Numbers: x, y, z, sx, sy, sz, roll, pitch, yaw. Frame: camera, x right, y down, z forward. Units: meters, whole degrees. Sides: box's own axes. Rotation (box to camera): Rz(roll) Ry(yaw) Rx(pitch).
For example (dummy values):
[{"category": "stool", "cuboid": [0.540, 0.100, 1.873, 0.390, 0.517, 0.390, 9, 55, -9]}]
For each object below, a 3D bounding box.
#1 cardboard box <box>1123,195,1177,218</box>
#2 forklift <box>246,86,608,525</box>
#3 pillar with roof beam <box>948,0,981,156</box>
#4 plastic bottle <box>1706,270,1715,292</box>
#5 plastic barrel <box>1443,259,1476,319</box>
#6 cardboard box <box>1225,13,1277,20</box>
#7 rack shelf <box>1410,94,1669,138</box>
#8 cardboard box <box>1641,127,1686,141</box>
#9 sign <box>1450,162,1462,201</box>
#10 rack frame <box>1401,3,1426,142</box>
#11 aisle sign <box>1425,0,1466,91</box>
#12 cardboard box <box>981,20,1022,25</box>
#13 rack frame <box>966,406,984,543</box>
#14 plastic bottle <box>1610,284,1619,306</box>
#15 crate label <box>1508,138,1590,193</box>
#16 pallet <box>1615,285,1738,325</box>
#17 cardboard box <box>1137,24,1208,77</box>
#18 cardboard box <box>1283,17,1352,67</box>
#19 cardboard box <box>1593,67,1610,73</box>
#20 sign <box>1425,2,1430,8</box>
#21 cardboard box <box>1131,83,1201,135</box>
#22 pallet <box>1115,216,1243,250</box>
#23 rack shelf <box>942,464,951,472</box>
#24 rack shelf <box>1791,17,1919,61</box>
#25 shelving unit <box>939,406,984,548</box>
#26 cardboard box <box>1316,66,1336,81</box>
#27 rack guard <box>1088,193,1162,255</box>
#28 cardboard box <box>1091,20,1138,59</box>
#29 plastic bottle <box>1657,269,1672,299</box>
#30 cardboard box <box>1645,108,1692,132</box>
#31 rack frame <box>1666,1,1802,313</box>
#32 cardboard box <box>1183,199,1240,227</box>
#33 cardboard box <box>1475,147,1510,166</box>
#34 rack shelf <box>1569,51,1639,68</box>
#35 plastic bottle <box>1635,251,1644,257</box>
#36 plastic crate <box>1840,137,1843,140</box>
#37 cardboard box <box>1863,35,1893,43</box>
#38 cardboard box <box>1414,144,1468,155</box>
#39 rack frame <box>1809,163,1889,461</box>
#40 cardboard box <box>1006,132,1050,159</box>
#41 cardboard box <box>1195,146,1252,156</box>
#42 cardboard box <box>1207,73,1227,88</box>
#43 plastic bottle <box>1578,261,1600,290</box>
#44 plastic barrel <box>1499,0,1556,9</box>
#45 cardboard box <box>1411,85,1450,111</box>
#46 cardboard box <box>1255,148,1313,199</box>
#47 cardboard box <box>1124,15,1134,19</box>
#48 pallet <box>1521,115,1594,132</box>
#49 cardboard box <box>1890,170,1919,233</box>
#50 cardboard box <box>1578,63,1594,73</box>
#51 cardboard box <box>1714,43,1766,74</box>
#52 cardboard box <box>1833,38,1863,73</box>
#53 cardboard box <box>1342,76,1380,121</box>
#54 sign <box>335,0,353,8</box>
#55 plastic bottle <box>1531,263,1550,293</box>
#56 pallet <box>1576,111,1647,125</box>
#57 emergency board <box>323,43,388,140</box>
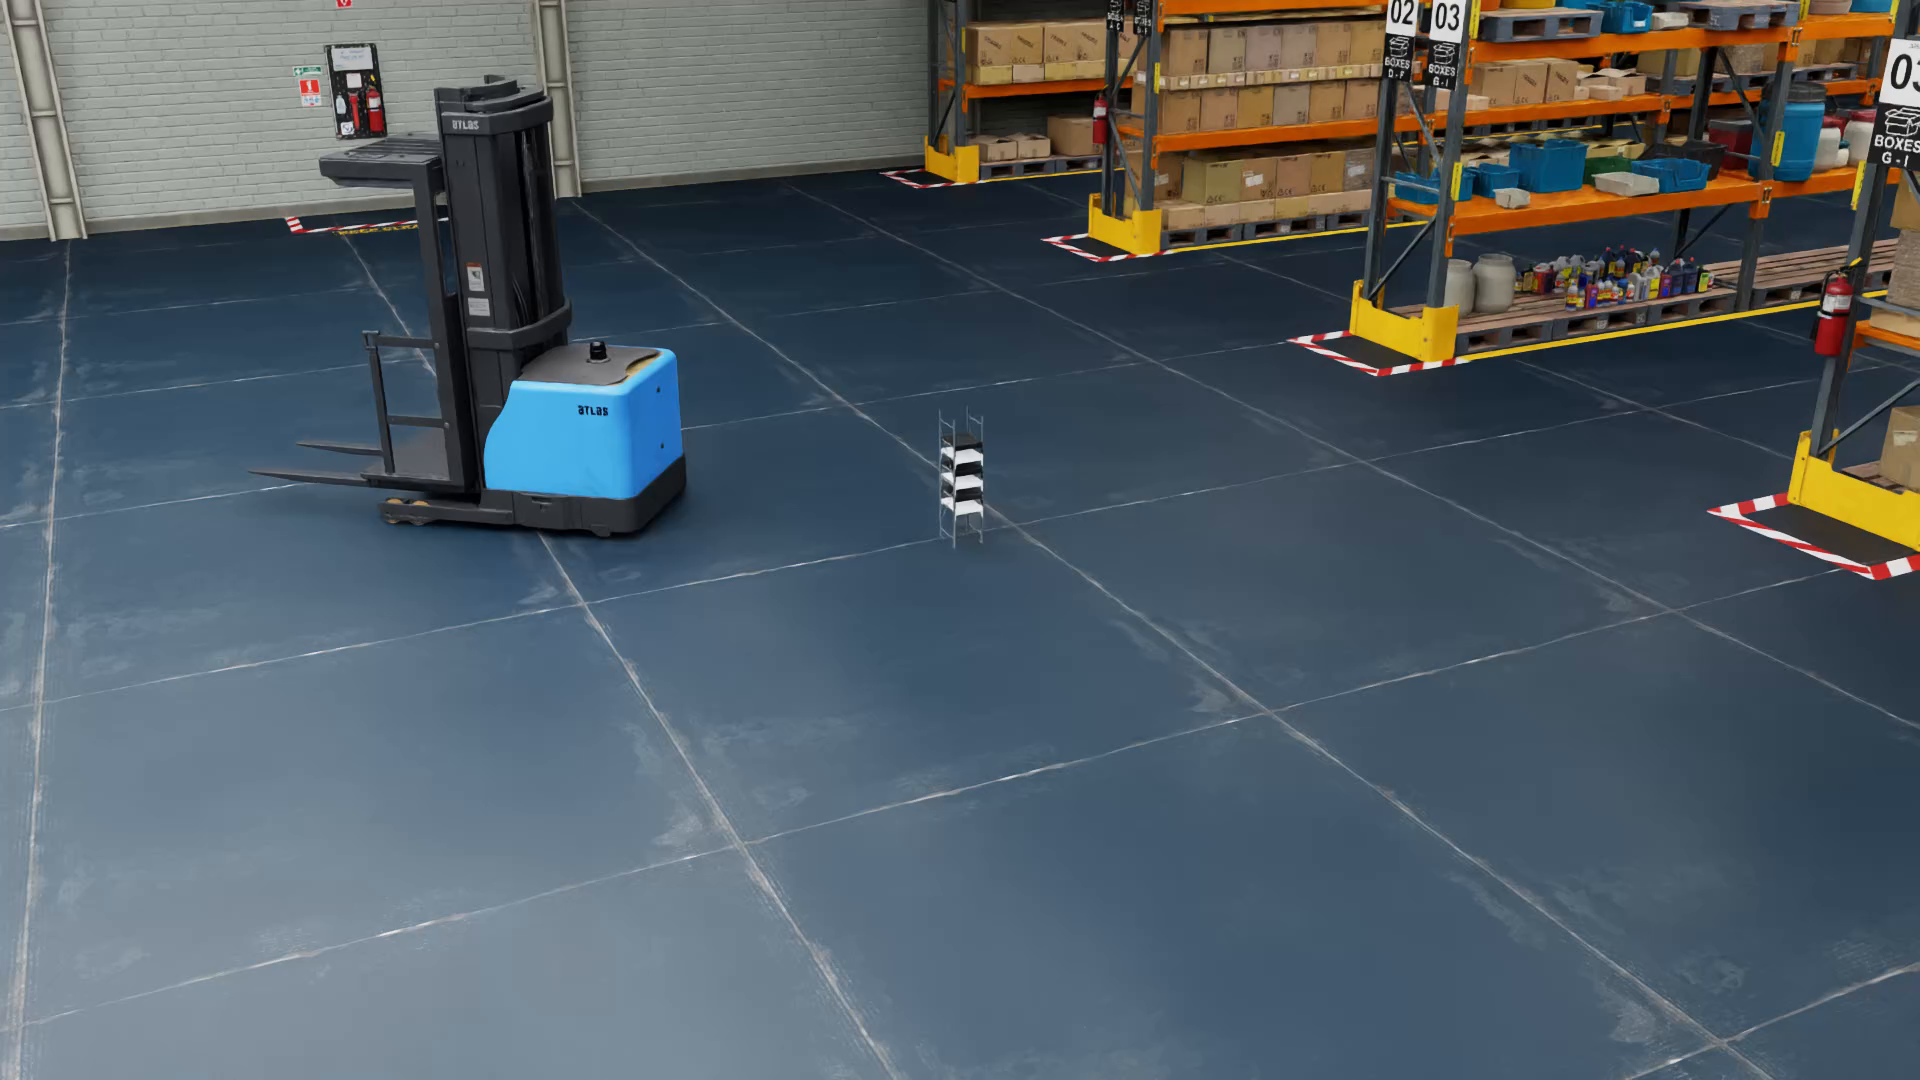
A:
[{"category": "cardboard box", "cuboid": [2.317, -4.022, 20.091, 0.500, 0.250, 0.500, -10, 25, -24]}, {"category": "forklift", "cuboid": [-3.595, -1.622, 11.420, 2.937, 2.867, 1.118, 5, 23, 11]}, {"category": "pillar with roof beam", "cuboid": [1.933, -8.317, 19.576, 0.400, 9.000, 9.100, -10, 25, -24]}, {"category": "plastic bottle", "cuboid": [7.519, -2.606, 16.708, 0.097, 0.201, 0.097, 0, 22, 0]}, {"category": "plastic barrel", "cuboid": [4.667, -2.380, 15.782, 0.421, 0.512, 0.421, 0, 22, 0]}, {"category": "cardboard box", "cuboid": [4.394, -7.690, 25.200, 0.500, 0.500, 0.700, -8, 24, -18]}, {"category": "rack shelf", "cuboid": [7.368, -5.571, 21.726, 4.000, 0.370, 1.077, -10, 25, -24]}, {"category": "cardboard box", "cuboid": [9.911, -5.519, 23.354, 0.500, 0.500, 0.500, -9, 24, -22]}, {"category": "sign", "cuboid": [4.341, -3.138, 14.546, 0.005, 0.325, 0.100, -10, 25, -24]}, {"category": "rack frame", "cuboid": [7.018, -7.941, 26.513, 0.127, 3.000, 1.000, -10, 25, -24]}, {"category": "aisle sign", "cuboid": [4.169, -4.288, 14.289, 0.004, 0.787, 0.394, -10, 25, -24]}, {"category": "cardboard box", "cuboid": [0.600, -7.132, 23.748, 0.500, 0.500, 0.500, -10, 25, -23]}, {"category": "rack frame", "cuboid": [0.099, -0.434, 11.122, 0.006, 0.900, 0.240, -10, 25, -24]}, {"category": "plastic bottle", "cuboid": [6.364, -2.394, 16.194, 0.097, 0.201, 0.097, 0, 22, 0]}, {"category": "crate label", "cuboid": [5.648, -3.615, 16.015, 0.616, 0.435, 0.502, -10, 25, -24]}, {"category": "pallet", "cuboid": [7.088, -2.478, 16.961, 1.213, 0.211, 1.003, -10, 25, -24]}, {"category": "cardboard box", "cuboid": [2.436, -5.635, 19.115, 0.500, 0.500, 0.700, -10, 25, -23]}, {"category": "cardboard box", "cuboid": [4.263, -5.974, 19.933, 0.500, 0.500, 0.700, -10, 25, -24]}, {"category": "cardboard box", "cuboid": [11.124, -8.077, 28.711, 0.250, 0.149, 0.380, -11, 25, -24]}, {"category": "sign", "cuboid": [7.262, -8.254, 25.859, 0.005, 0.325, 0.100, -10, 25, -24]}, {"category": "cardboard box", "cuboid": [2.388, -5.027, 19.342, 0.500, 0.500, 0.700, -10, 25, -24]}, {"category": "pallet", "cuboid": [2.633, -3.761, 20.059, 1.213, 0.211, 1.003, -10, 25, -24]}, {"category": "rack shelf", "cuboid": [0.007, -0.483, 11.054, 0.184, 0.015, 0.199, -10, 25, -24]}, {"category": "rack shelf", "cuboid": [9.513, -5.249, 17.027, 4.000, 0.370, 1.077, -10, 25, -24]}, {"category": "shelving unit", "cuboid": [0.007, -0.417, 11.081, 0.210, 0.900, 0.258, -10, 25, -24]}, {"category": "cardboard box", "cuboid": [4.269, -5.588, 19.849, 0.250, 0.149, 0.380, -10, 24, -22]}, {"category": "rack guard", "cuboid": [1.940, -3.749, 19.653, 0.348, 0.500, 1.175, -10, 25, -24]}, {"category": "cardboard box", "cuboid": [2.217, -7.215, 23.947, 0.500, 0.500, 0.500, -11, 25, -25]}, {"category": "plastic bottle", "cuboid": [6.954, -2.532, 16.422, 0.133, 0.283, 0.061, -9, 24, -20]}, {"category": "cardboard box", "cuboid": [9.960, -5.876, 23.237, 0.500, 0.250, 0.500, -9, 24, -22]}, {"category": "rack frame", "cuboid": [7.711, -3.864, 16.662, 0.127, 3.000, 1.000, -10, 25, -24]}, {"category": "cardboard box", "cuboid": [2.990, -3.928, 19.863, 0.500, 0.250, 0.500, -10, 25, -24]}, {"category": "cardboard box", "cuboid": [6.966, -4.904, 21.488, 0.500, 0.311, 0.500, -11, 25, -25]}, {"category": "rack shelf", "cuboid": [12.425, -8.604, 29.055, 4.000, 0.370, 1.077, -10, 25, -24]}, {"category": "plastic bottle", "cuboid": [6.954, -2.844, 17.184, 0.135, 0.276, 0.152, -9, 24, -22]}, {"category": "plastic crate", "cuboid": [9.158, -4.152, 17.635, 0.662, 0.188, 0.450, -10, 25, -24]}, {"category": "cardboard box", "cuboid": [13.321, -7.388, 23.737, 0.500, 0.500, 0.500, -10, 24, -22]}, {"category": "cardboard box", "cuboid": [6.273, -5.008, 21.740, 0.500, 0.311, 0.500, -10, 24, -22]}, {"category": "rack frame", "cuboid": [6.255, -1.493, 10.935, 0.127, 3.000, 1.000, -10, 25, -24]}, {"category": "cardboard box", "cuboid": [0.986, -5.754, 24.168, 0.500, 0.311, 0.500, -8, 24, -19]}, {"category": "cardboard box", "cuboid": [3.211, -4.540, 20.362, 0.500, 0.500, 0.500, -10, 25, -24]}, {"category": "cardboard box", "cuboid": [2.871, -5.330, 19.226, 0.250, 0.149, 0.380, -10, 25, -23]}, {"category": "plastic bottle", "cuboid": [6.337, -2.669, 16.761, 0.135, 0.276, 0.152, -10, 25, -24]}, {"category": "plastic barrel", "cuboid": [5.079, -5.100, 14.931, 0.600, 0.588, 0.600, 0, 22, 0]}, {"category": "cardboard box", "cuboid": [5.991, -5.599, 21.050, 0.500, 0.250, 0.500, -9, 24, -20]}, {"category": "cardboard box", "cuboid": [3.894, -4.438, 20.115, 0.500, 0.500, 0.500, -10, 25, -24]}, {"category": "cardboard box", "cuboid": [2.432, -7.474, 24.573, 0.500, 0.500, 0.500, -11, 25, -24]}, {"category": "pallet", "cuboid": [9.960, -7.162, 28.277, 1.213, 0.211, 1.003, -10, 25, -24]}, {"category": "cardboard box", "cuboid": [6.643, -2.315, 11.094, 0.500, 0.500, 0.500, -10, 25, -24]}, {"category": "cardboard box", "cuboid": [10.093, -7.653, 28.078, 0.750, 0.750, 0.750, -10, 25, -23]}, {"category": "cardboard box", "cuboid": [10.596, -6.704, 22.844, 0.500, 0.500, 0.700, -6, 23, -14]}, {"category": "cardboard box", "cuboid": [13.114, -7.116, 24.388, 0.500, 0.500, 0.500, -10, 25, -23]}, {"category": "cardboard box", "cuboid": [4.696, -5.452, 20.368, 0.500, 0.500, 0.700, -11, 25, -24]}, {"category": "sign", "cuboid": [-7.634, -6.741, 20.581, 0.199, 0.298, 0.001, -10, 25, -24]}, {"category": "plastic bottle", "cuboid": [5.810, -2.633, 16.675, 0.135, 0.276, 0.152, -10, 25, -23]}, {"category": "pallet", "cuboid": [11.342, -7.416, 28.889, 1.213, 0.211, 1.003, -10, 25, -24]}, {"category": "emergency board", "cuboid": [-7.584, -5.636, 20.945, 0.643, 1.169, 0.194, -10, 25, -24]}]
